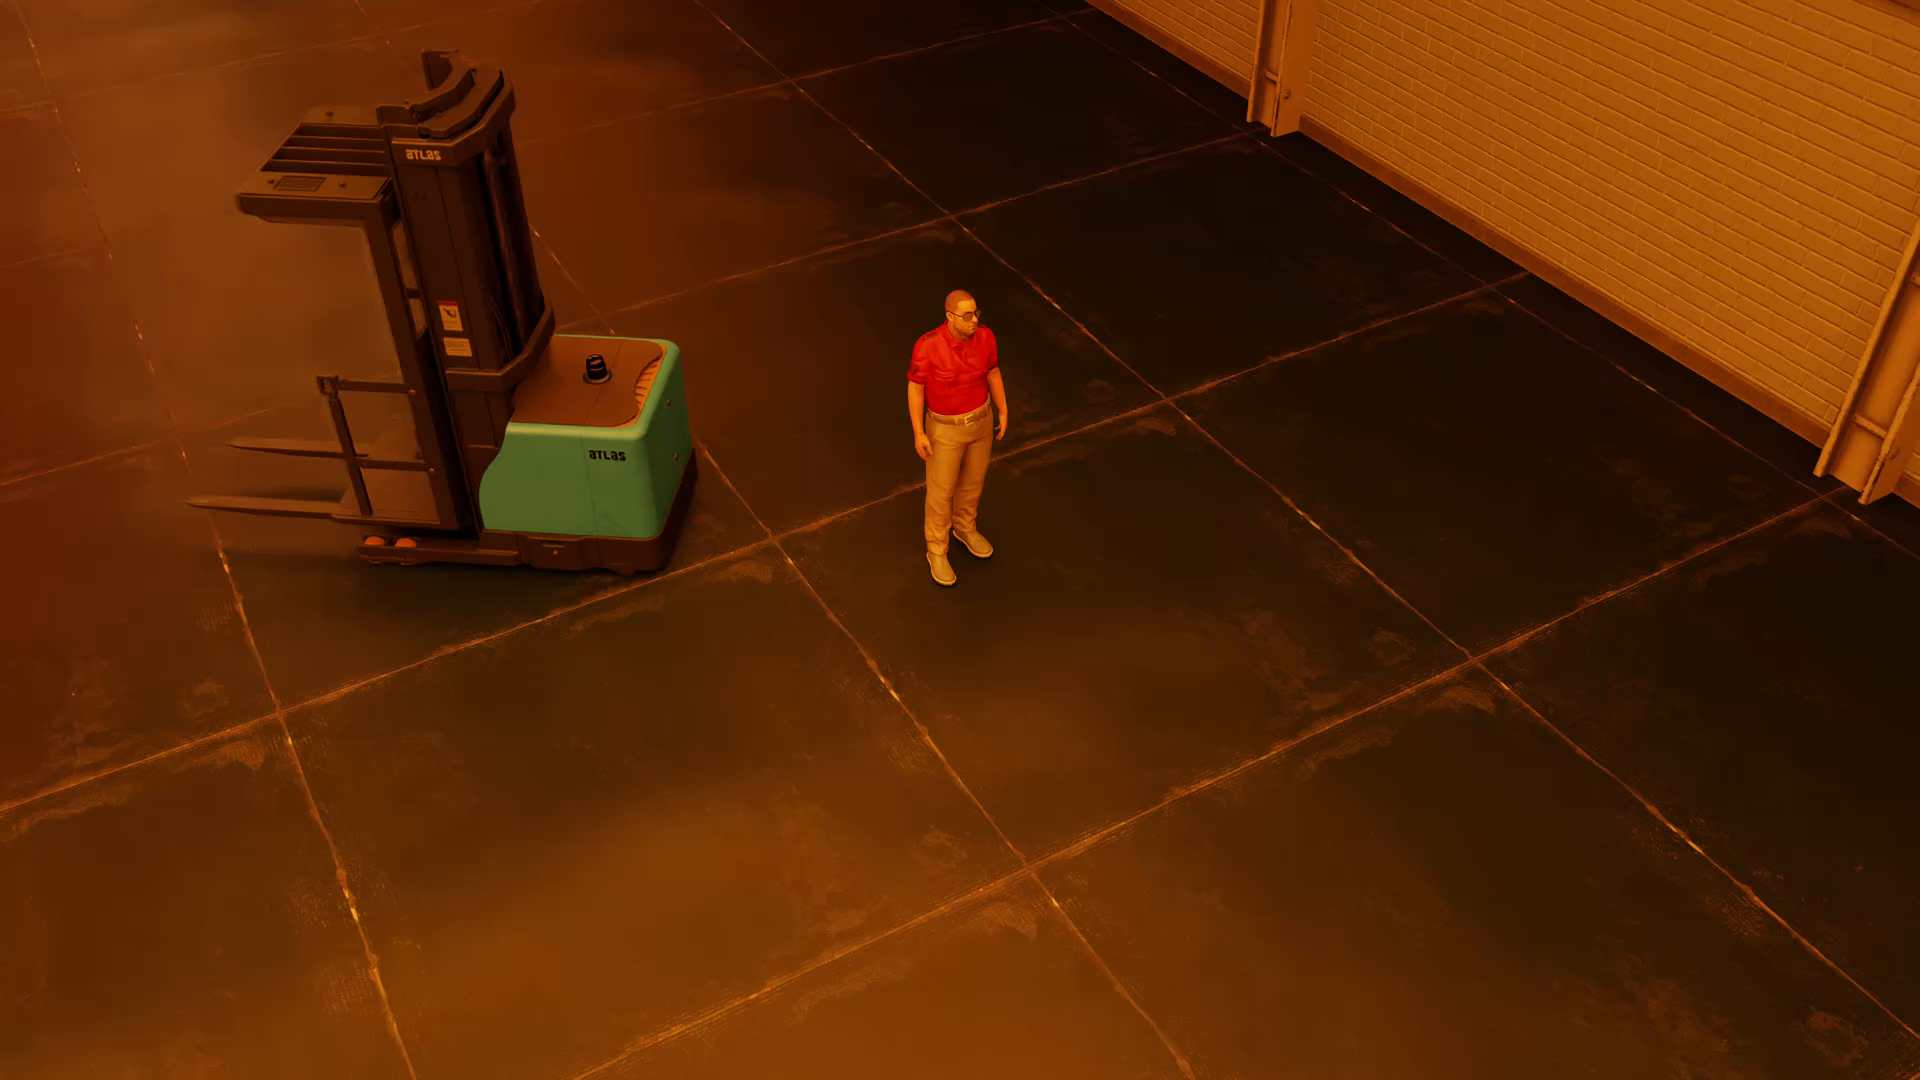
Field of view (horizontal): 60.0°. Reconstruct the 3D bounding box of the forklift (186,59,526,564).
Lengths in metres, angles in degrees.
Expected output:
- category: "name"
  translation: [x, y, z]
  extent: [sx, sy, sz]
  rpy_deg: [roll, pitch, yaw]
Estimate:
- category: "forklift"
  translation: [-3.312, -1.281, 9.631]
  extent: [2.884, 2.867, 1.101]
  rpy_deg: [3, 40, 4]
